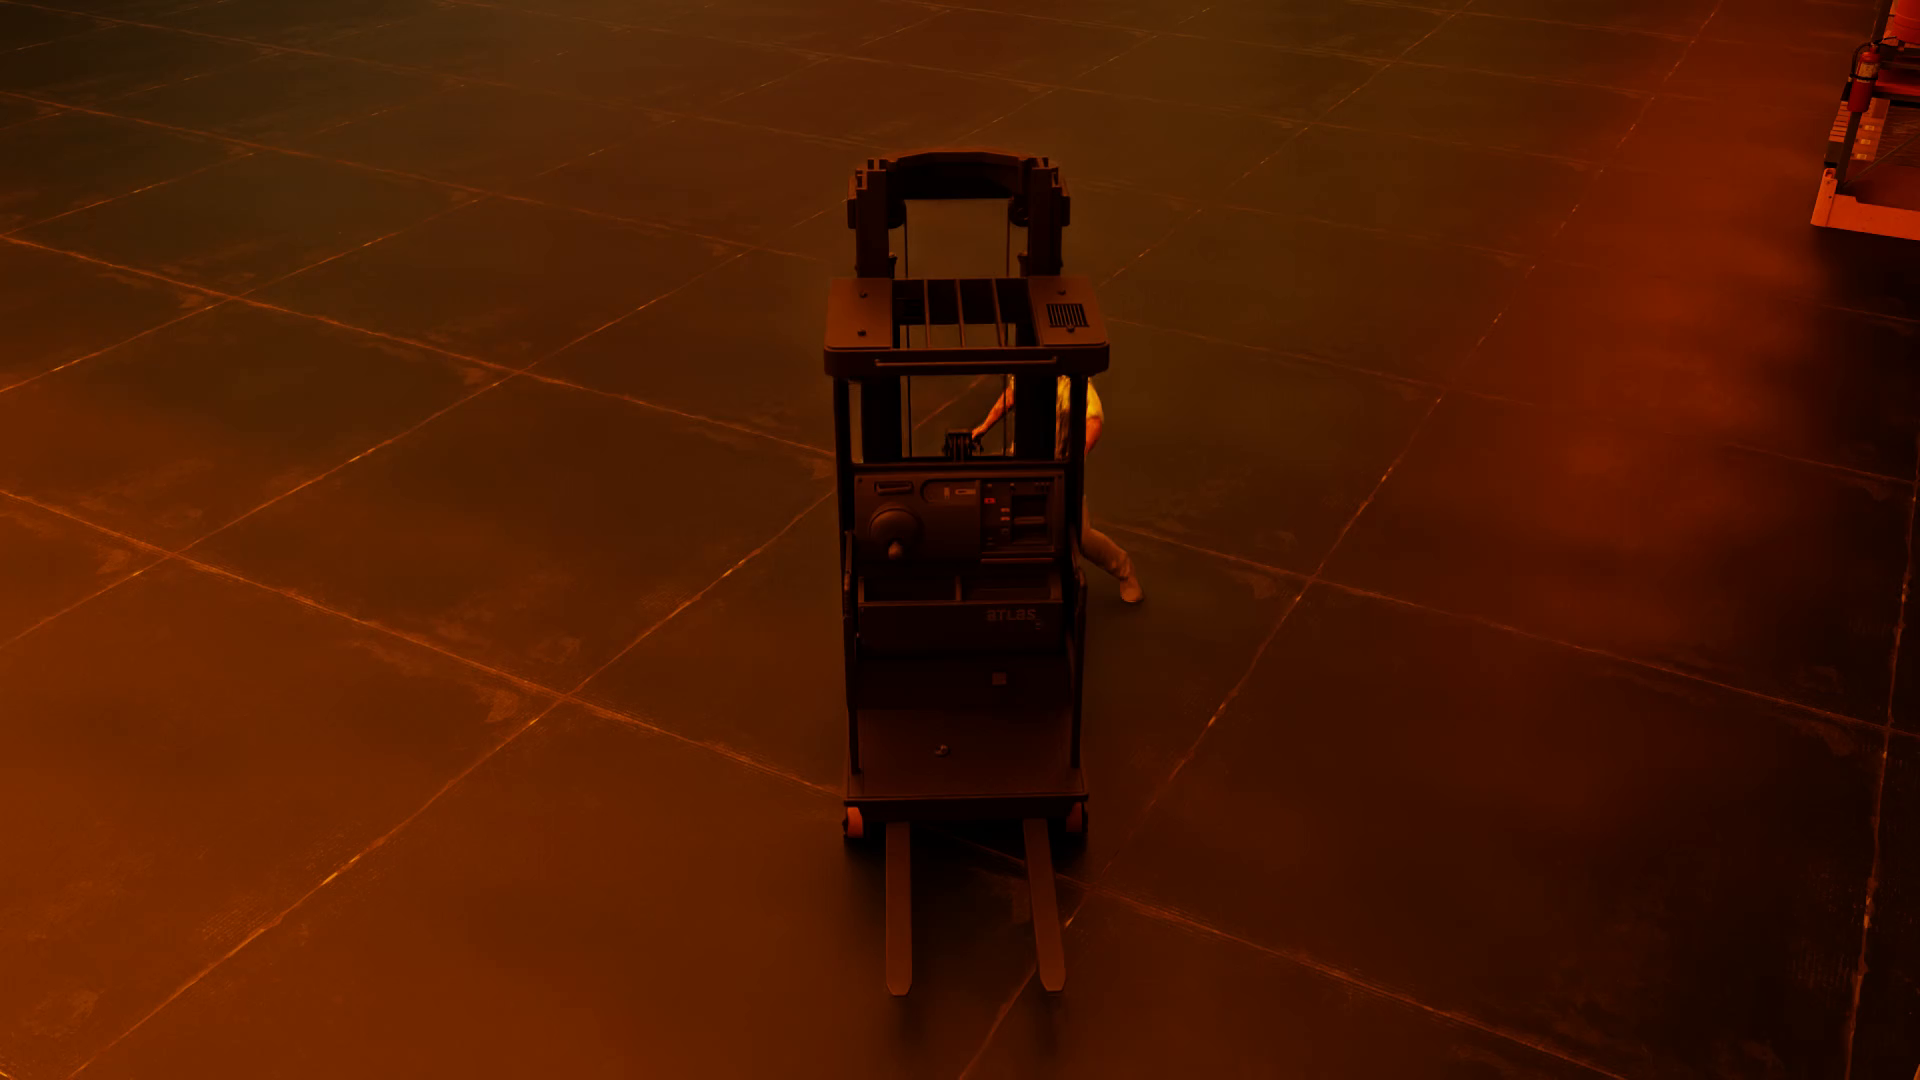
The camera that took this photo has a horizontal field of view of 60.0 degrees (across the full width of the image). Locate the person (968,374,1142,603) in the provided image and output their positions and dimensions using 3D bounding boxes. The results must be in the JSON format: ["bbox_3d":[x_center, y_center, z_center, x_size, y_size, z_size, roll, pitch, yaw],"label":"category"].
[{"bbox_3d":[0.426,-0.432,9.231,0.966,1.600,1.066,-19,35,-30],"label":"person"}]

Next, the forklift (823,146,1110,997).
[{"bbox_3d":[0.011,-0.062,7.178,1.130,2.935,3.031,-1,30,-2],"label":"forklift"}]
